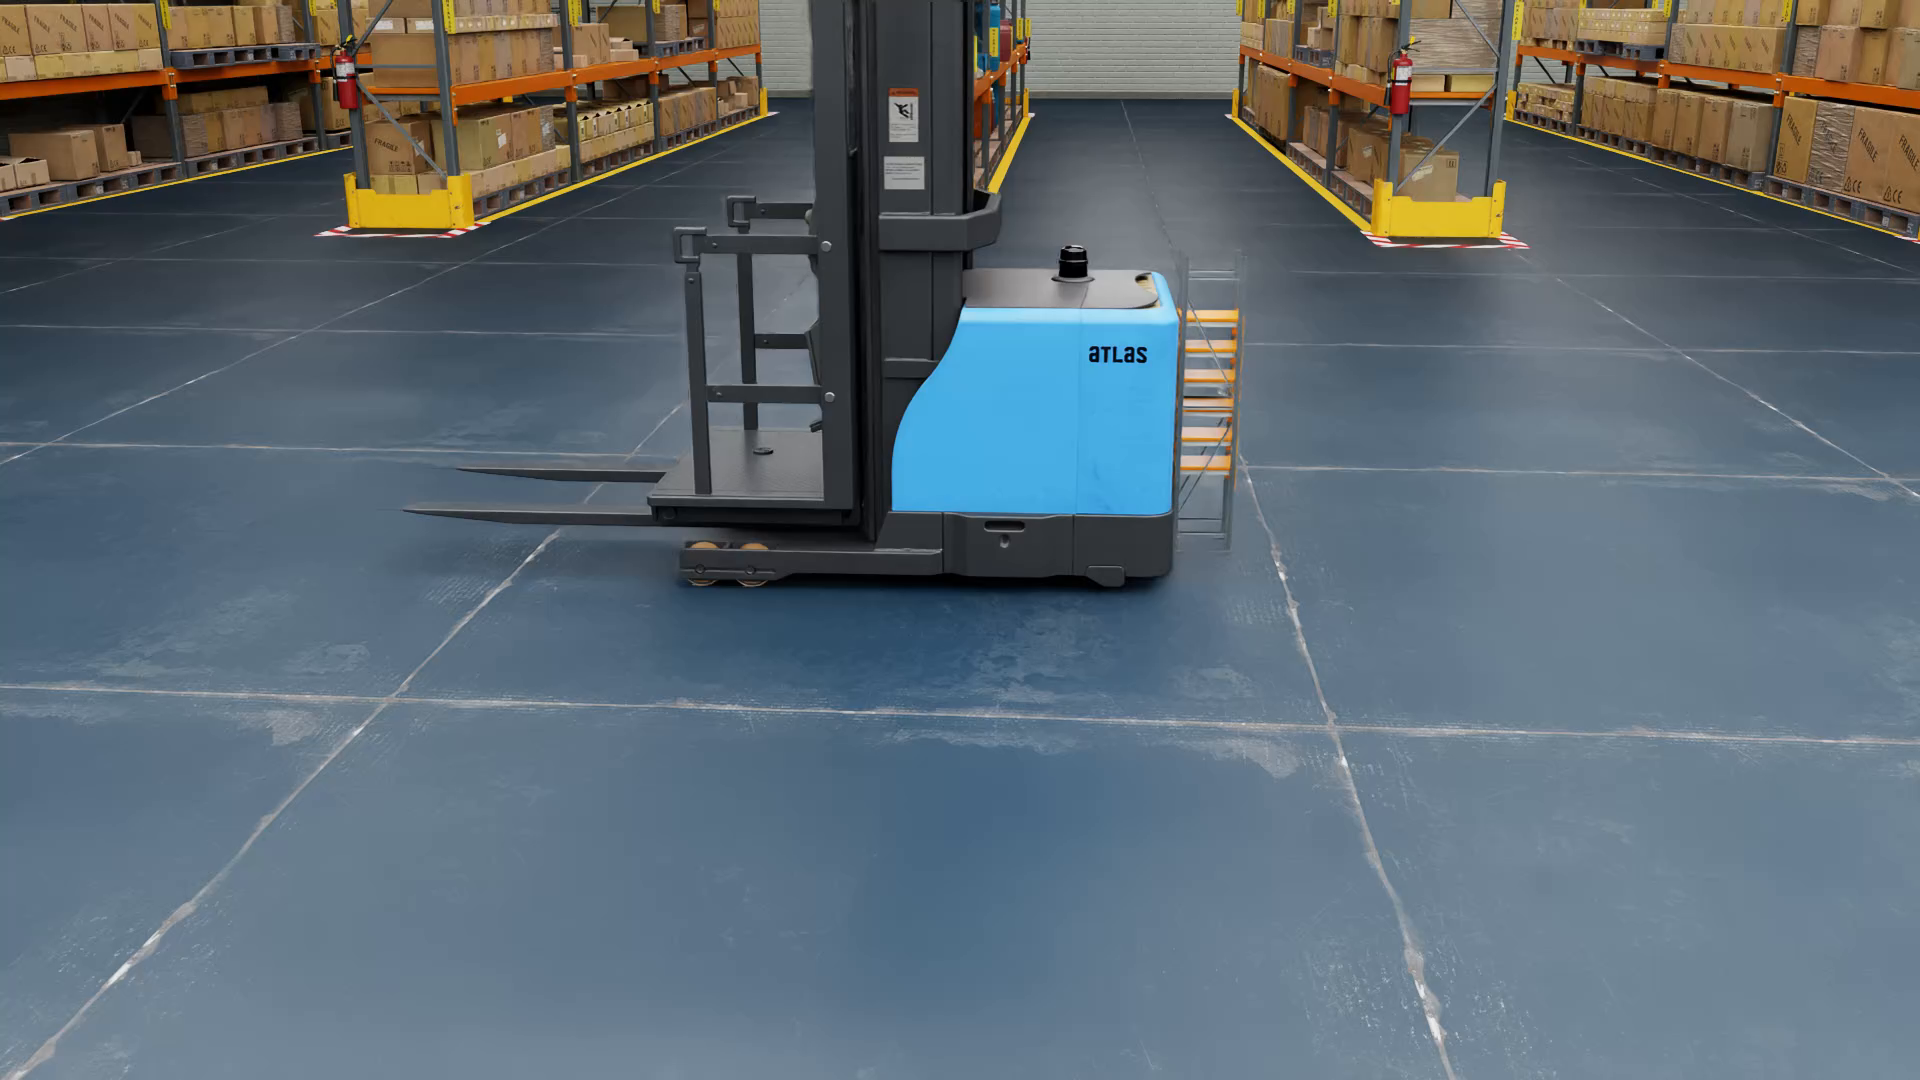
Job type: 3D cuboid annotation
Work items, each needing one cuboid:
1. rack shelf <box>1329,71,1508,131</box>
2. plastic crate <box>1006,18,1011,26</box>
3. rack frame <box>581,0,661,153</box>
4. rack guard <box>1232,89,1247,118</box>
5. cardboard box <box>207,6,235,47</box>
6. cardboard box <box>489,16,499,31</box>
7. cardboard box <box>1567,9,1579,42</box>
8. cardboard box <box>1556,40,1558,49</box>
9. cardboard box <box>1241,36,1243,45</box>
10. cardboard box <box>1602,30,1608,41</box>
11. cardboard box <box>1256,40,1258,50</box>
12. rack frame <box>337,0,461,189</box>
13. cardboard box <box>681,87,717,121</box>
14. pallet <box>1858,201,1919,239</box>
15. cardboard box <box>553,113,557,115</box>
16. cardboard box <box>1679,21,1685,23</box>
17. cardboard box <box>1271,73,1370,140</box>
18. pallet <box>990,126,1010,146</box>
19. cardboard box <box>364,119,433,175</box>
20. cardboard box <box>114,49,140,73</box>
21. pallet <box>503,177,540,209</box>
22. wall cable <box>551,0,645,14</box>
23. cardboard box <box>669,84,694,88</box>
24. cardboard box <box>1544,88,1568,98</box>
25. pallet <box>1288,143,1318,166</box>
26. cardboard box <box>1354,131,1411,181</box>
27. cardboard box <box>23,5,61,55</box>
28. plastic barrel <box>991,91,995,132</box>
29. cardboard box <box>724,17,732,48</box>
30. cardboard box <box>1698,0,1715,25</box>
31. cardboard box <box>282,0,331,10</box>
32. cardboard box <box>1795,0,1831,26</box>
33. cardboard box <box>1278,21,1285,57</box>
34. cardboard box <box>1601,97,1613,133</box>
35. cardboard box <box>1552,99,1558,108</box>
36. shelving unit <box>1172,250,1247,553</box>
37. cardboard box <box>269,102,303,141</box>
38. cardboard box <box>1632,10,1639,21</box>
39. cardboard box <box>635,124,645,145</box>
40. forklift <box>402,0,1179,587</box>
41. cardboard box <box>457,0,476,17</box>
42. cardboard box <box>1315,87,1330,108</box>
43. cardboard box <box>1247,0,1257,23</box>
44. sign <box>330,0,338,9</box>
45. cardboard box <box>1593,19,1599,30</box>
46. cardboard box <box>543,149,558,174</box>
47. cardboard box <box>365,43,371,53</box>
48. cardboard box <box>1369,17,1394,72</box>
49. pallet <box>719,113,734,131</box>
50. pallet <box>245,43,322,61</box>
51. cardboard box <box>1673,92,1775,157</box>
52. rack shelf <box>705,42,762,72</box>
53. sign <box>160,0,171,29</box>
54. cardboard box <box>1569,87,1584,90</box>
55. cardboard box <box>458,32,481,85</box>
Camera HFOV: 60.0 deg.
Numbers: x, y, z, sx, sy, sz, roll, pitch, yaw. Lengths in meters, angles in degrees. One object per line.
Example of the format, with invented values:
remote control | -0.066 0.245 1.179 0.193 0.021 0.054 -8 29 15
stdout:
rack shelf | 4.642 -4.579 17.236 1.077 0.370 4.000 1 18 4
plastic crate | 0.732 -8.468 27.750 0.402 0.464 0.583 1 18 4
rack frame | -4.809 -7.007 23.489 1.000 3.000 0.127 1 18 4
rack guard | 5.647 -8.089 30.806 1.175 0.500 0.348 1 18 4
cardboard box | -9.903 -6.666 21.583 0.700 0.500 0.500 4 19 11
cardboard box | -5.049 -5.395 17.368 0.380 0.149 0.250 1 18 3
cardboard box | 10.051 -8.230 26.585 0.500 0.500 0.500 1 18 4
cardboard box | 10.178 -8.266 27.735 0.380 0.149 0.250 1 18 3
cardboard box | 5.291 -9.047 30.119 0.380 0.149 0.250 1 18 5
cardboard box | 9.723 -7.447 24.562 0.380 0.149 0.250 1 18 3
cardboard box | 5.090 -8.169 27.440 0.380 0.149 0.250 1 18 3
rack frame | -5.382 -4.522 15.907 1.000 3.000 0.127 1 18 4
cardboard box | -4.272 -7.111 27.114 0.500 0.500 0.500 1 18 4
pallet | 9.418 -3.083 15.992 1.003 0.211 1.213 1 18 4
cardboard box | -5.321 -5.218 20.871 0.500 0.311 0.500 2 18 5
cardboard box | 10.280 -7.177 23.260 0.380 0.149 0.250 1 18 2
cardboard box | 5.142 -6.188 23.729 1.225 0.875 0.875 0 18 1
pallet | 0.237 -6.194 25.486 1.003 0.211 1.213 1 18 4
cardboard box | -5.641 -3.945 16.681 0.500 0.500 0.500 1 18 4
cardboard box | -9.812 -5.504 19.111 0.500 0.250 0.500 1 18 4
pallet | -5.279 -3.813 18.222 1.003 0.211 1.213 1 18 4
wall cable | -8.415 -12.725 36.292 3.097 2.526 0.112 1 18 4
cardboard box | -4.764 -7.454 28.161 0.500 0.500 0.500 1 18 4
cardboard box | 10.085 -7.535 28.051 0.380 0.149 0.250 1 18 2
pallet | 5.014 -5.217 22.505 1.003 0.211 1.213 1 18 4
cardboard box | 4.683 -4.253 18.424 0.500 0.500 0.500 7 20 21
cardboard box | -9.901 -5.381 17.533 0.500 0.500 0.500 1 18 2
plastic barrel | 0.231 -6.452 24.994 0.600 0.588 0.708 1 18 4
cardboard box | -4.180 -8.608 28.215 0.500 0.500 0.500 2 18 5
cardboard box | 9.935 -6.869 21.302 0.700 0.500 0.500 1 18 3
cardboard box | -9.458 -7.815 24.082 0.500 0.250 0.500 2 18 5
cardboard box | 9.664 -5.871 18.047 0.875 0.550 0.550 1 18 4
cardboard box | 4.936 -7.307 24.245 0.500 0.500 0.500 1 18 2
cardboard box | 9.921 -6.345 24.811 0.500 0.500 0.500 2 18 5
cardboard box | 10.127 -7.299 27.808 0.380 0.149 0.250 2 18 5
shelving unit | 0.986 -0.547 6.667 0.258 1.200 0.189 1 18 2
cardboard box | -9.750 -5.913 23.458 0.700 0.500 0.500 2 18 5
cardboard box | 9.629 -7.327 23.240 0.380 0.149 0.250 2 18 6
cardboard box | -4.637 -5.571 22.848 0.500 0.250 0.500 1 18 3
forklift | -0.676 -1.374 6.410 3.031 2.935 1.130 1 18 3
cardboard box | -5.300 -5.511 16.680 0.700 0.500 0.500 1 18 2
cardboard box | 5.054 -5.953 22.378 0.500 0.250 0.500 2 18 6
cardboard box | 5.275 -9.236 28.852 0.500 0.500 0.500 1 18 2
sign | -5.923 -5.201 15.740 0.100 0.325 0.005 1 18 4
cardboard box | 9.759 -7.753 25.017 0.380 0.149 0.250 1 18 2
cardboard box | -4.956 -4.353 19.133 0.500 0.250 0.500 1 18 4
cardboard box | -9.370 -7.662 25.859 0.380 0.149 0.250 2 18 6
cardboard box | 4.481 -4.817 16.168 0.875 0.500 0.500 1 18 4
pallet | -4.472 -7.137 28.366 1.003 0.211 1.213 1 18 4
pallet | -9.695 -6.801 23.171 1.213 0.211 1.003 1 18 4
cardboard box | 9.819 -5.314 21.262 1.050 0.750 0.750 2 18 5
rack shelf | -4.379 -8.528 29.289 1.077 0.370 4.000 1 18 4
sign | -9.495 -6.276 19.868 0.100 0.325 0.005 1 18 4
cardboard box | 10.658 -7.681 28.497 0.380 0.149 0.250 1 18 2
cardboard box | -5.303 -4.878 16.831 0.700 0.500 0.500 2 18 5
